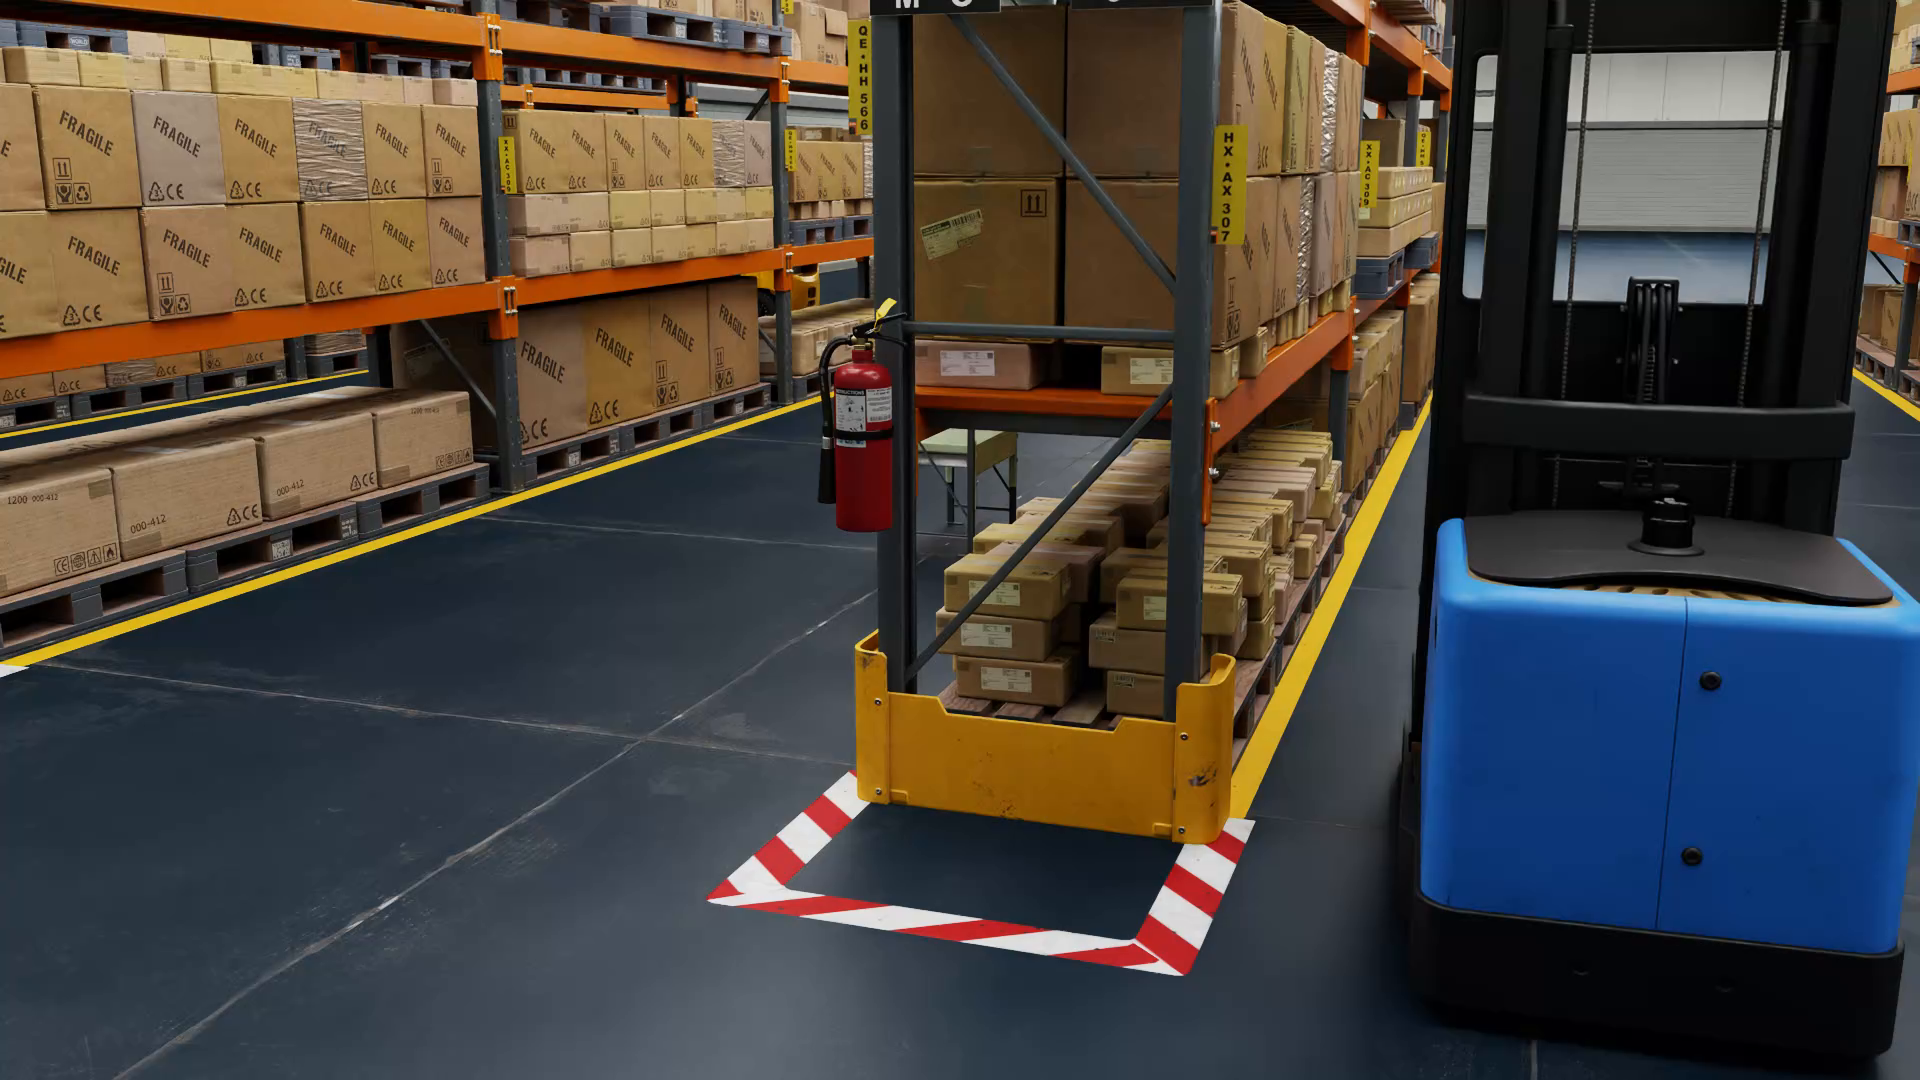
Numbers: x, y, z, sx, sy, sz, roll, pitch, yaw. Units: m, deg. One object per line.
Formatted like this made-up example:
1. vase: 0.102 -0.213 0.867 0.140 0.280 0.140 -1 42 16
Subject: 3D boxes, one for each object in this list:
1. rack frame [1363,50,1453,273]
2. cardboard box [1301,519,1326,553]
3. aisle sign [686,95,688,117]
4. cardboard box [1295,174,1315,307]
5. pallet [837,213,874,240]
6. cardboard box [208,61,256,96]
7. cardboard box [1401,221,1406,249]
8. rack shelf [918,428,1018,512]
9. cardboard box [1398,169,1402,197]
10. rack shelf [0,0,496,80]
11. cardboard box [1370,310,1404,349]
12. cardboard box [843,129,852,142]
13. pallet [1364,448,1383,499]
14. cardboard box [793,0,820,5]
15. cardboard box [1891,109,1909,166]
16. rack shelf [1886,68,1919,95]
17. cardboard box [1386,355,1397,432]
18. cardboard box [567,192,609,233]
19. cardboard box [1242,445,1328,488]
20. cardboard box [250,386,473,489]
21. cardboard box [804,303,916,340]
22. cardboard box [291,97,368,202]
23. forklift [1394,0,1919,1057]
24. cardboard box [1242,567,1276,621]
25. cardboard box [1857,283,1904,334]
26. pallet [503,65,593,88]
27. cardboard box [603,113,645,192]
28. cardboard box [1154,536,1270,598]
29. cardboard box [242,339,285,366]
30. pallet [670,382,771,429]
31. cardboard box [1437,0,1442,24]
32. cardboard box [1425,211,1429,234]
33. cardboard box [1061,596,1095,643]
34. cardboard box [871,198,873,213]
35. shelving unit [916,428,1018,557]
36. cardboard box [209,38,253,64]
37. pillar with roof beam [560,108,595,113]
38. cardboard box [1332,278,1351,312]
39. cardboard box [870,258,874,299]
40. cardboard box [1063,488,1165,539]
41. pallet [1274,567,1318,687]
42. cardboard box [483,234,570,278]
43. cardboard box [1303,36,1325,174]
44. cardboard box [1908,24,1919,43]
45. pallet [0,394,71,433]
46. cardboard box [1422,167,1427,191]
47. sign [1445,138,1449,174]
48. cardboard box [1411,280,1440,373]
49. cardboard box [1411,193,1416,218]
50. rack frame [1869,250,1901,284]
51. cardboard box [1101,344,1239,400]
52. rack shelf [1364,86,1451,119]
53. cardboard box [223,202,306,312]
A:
1. rack frame: 4.117 -3.133 15.976 1.000 3.000 0.127 4 14 18
2. cardboard box: 1.536 -0.048 7.919 0.380 0.149 0.250 4 13 17
3. aisle sign: -3.704 -5.927 22.375 0.394 0.787 0.004 4 14 18
4. cardboard box: 1.120 -1.200 6.610 0.500 0.500 0.500 4 13 17
5. pallet: -1.292 -2.953 15.614 1.003 0.211 1.213 4 14 18
6. cardboard box: -3.564 -2.173 7.837 0.380 0.149 0.250 4 13 17
7. cardboard box: 2.342 -1.745 9.513 0.380 0.149 0.250 4 14 19
8. rack shelf: 0.002 -0.415 8.900 0.431 0.370 0.720 4 14 18
9. cardboard box: 2.176 -1.930 8.988 0.380 0.149 0.250 5 14 20
10. rack shelf: -3.835 -2.475 7.965 1.077 0.370 4.000 4 14 18
11. cardboard box: 2.849 -1.480 11.720 0.500 0.250 0.500 4 13 17
12. cardboard box: -1.086 -4.110 16.958 0.380 0.149 0.250 4 14 18
13. pallet: 2.172 -0.511 10.754 1.003 0.211 1.213 4 14 18
14. cardboard box: -1.320 -5.106 16.149 0.500 0.250 0.500 4 13 17
15. cardboard box: 8.823 -3.656 15.126 0.500 0.500 0.500 4 14 18
16. rack shelf: 9.424 -4.288 15.909 1.077 0.370 4.000 4 14 18
17. cardboard box: 2.686 -1.011 11.350 0.500 0.500 0.500 5 14 21
18. cardboard box: -2.637 -2.139 10.832 0.500 0.250 0.500 5 14 19
19. cardboard box: 1.541 -0.351 7.910 0.380 0.149 0.250 4 14 18
20. cardboard box: -3.493 -0.615 9.757 0.875 0.438 0.875 4 13 18
21. cardboard box: -0.996 -2.130 16.541 0.950 0.372 0.625 5 14 22
22. cardboard box: -3.407 -1.987 8.481 0.500 0.500 0.500 5 14 19
23. forklift: 1.959 -0.569 4.893 1.130 2.935 3.031 3 13 15
24. cardboard box: 0.970 0.184 6.236 0.380 0.149 0.250 5 14 20
25. cardboard box: 9.854 -2.453 17.668 0.500 0.500 0.500 7 15 29
26. pallet: -5.046 -5.426 19.477 1.003 0.211 1.213 4 14 18
27. cardboard box: -2.471 -2.607 11.197 0.500 0.500 0.500 4 13 17
28. cardboard box: 0.903 0.092 5.970 0.380 0.149 0.250 4 14 18
29. cardboard box: -6.525 -1.865 15.090 0.500 0.500 0.500 5 14 20
30. pallet: -2.220 -1.106 13.361 1.003 0.211 1.213 4 14 18
31. cardboard box: 3.758 -4.421 13.907 0.500 0.311 0.500 4 13 16
32. cardboard box: 3.016 -2.184 11.438 0.380 0.149 0.250 4 14 18
33. cardboard box: 0.271 0.250 5.944 0.380 0.149 0.250 4 13 17
34. cardboard box: -1.031 -3.161 15.716 0.380 0.149 0.250 4 13 16
35. shelving unit: 0.002 -0.733 8.827 0.431 1.500 0.755 4 14 18
36. cardboard box: -6.528 -4.247 14.449 0.500 0.250 0.500 4 13 17
37. pillar with roof beam: -1.008 -7.200 20.313 9.100 9.000 0.400 4 14 18
38. cardboard box: 1.677 -1.187 8.014 0.380 0.149 0.250 4 13 17
39. cardboard box: -0.662 -2.842 18.250 0.500 0.500 0.500 4 14 18
40. cardboard box: 0.633 -0.112 6.863 0.380 0.149 0.250 4 13 17
41. pallet: 0.952 0.312 7.146 1.003 0.211 1.213 4 14 18
42. cardboard box: -2.796 -1.785 10.403 0.500 0.250 0.500 4 13 17
43. cardboard box: 1.139 -1.686 6.492 0.500 0.500 0.500 4 13 17
44. cardboard box: 8.846 -4.597 15.086 0.380 0.149 0.250 4 13 17
45. pallet: -7.658 -0.955 12.699 1.003 0.211 1.213 4 14 18
46. cardboard box: 2.847 -2.363 10.884 0.380 0.149 0.250 5 14 20
47. sign: 4.633 -3.622 15.693 0.100 0.325 0.005 4 14 18
48. cardboard box: 3.685 -1.901 14.689 1.050 0.750 0.750 4 14 18
49. cardboard box: 2.595 -2.056 10.206 0.380 0.149 0.250 4 13 17
50. rack frame: 10.072 -3.597 18.008 1.000 3.000 0.127 4 14 18
51. cardboard box: 0.649 -0.529 5.129 0.380 0.149 0.250 4 14 18
52. rack shelf: 4.764 -4.666 17.567 1.077 0.370 4.000 4 14 18
53. cardboard box: -3.590 -1.392 8.121 0.500 0.500 0.500 5 14 20
